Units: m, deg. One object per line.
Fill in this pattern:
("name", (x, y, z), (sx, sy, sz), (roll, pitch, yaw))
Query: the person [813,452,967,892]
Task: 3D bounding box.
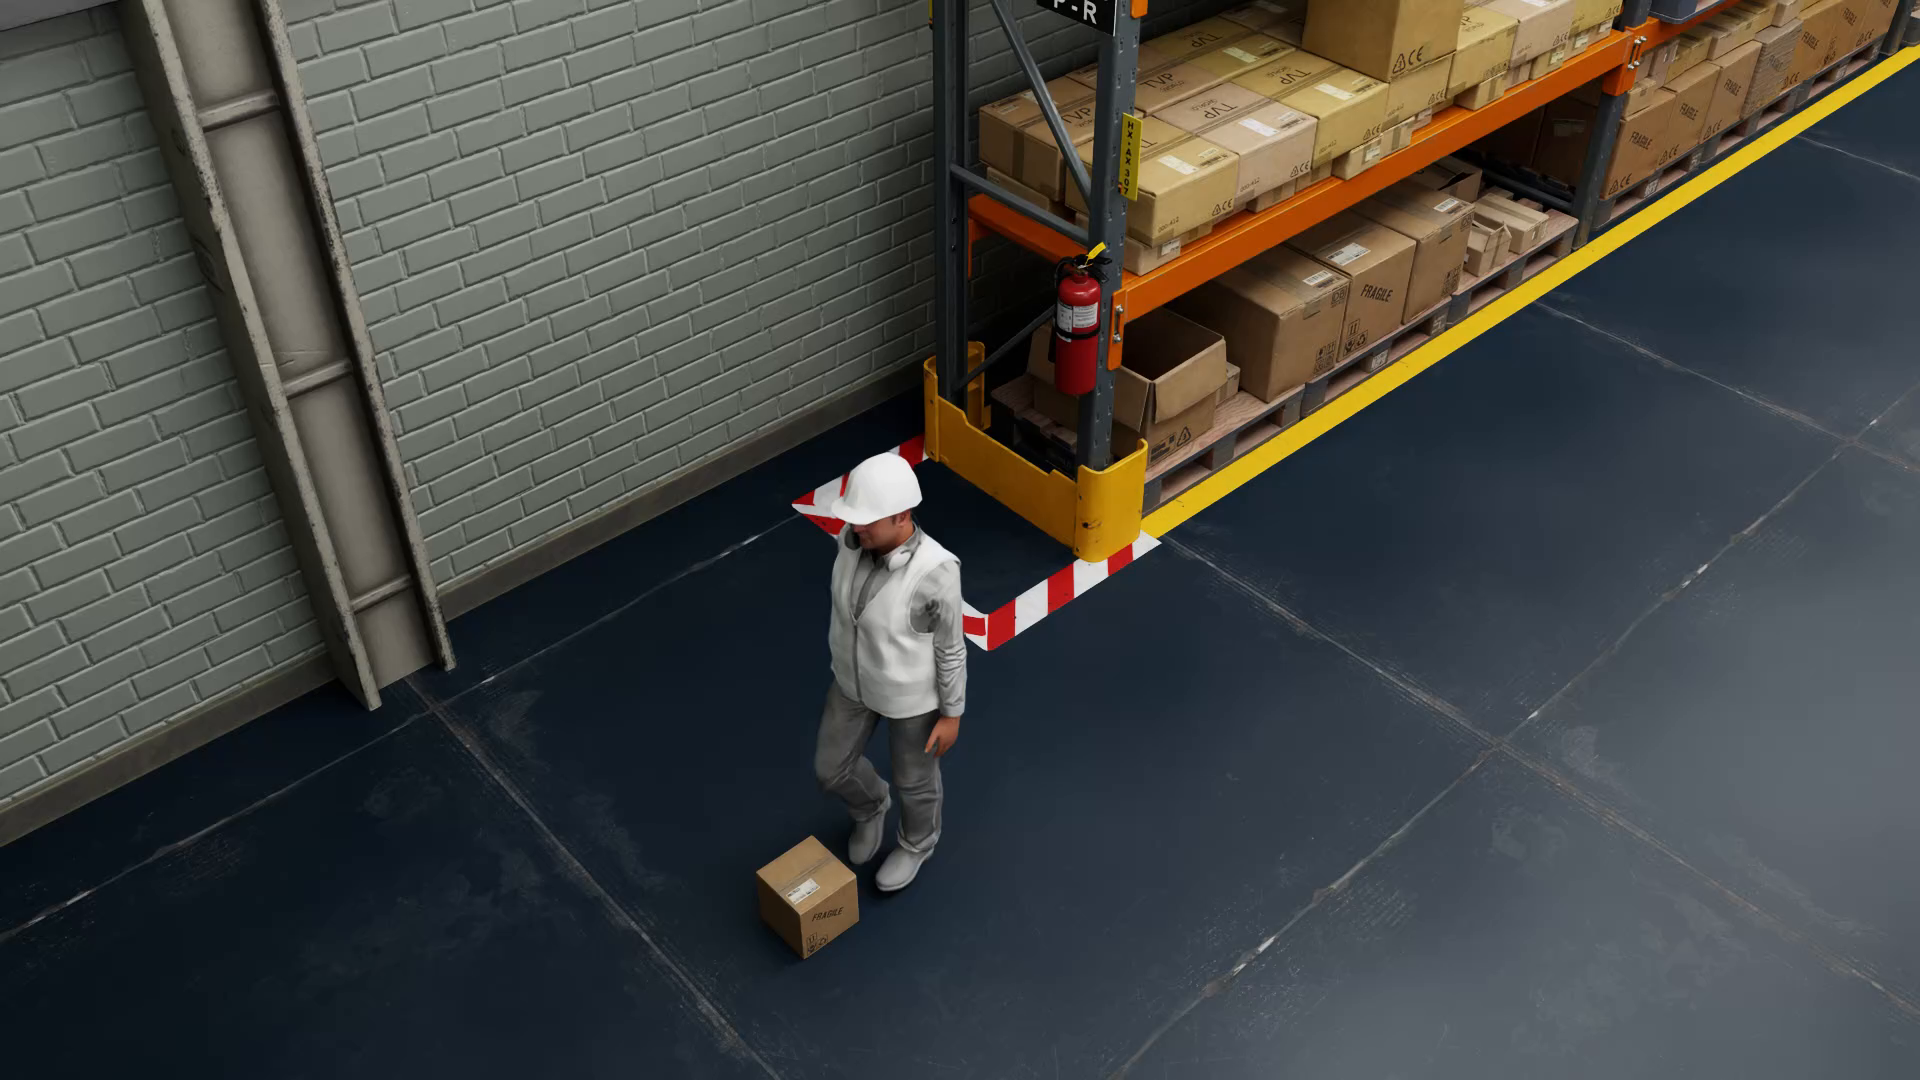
("person", (-0.230, 0.500, 5.538), (0.577, 1.800, 0.431), (26, 46, 28))
